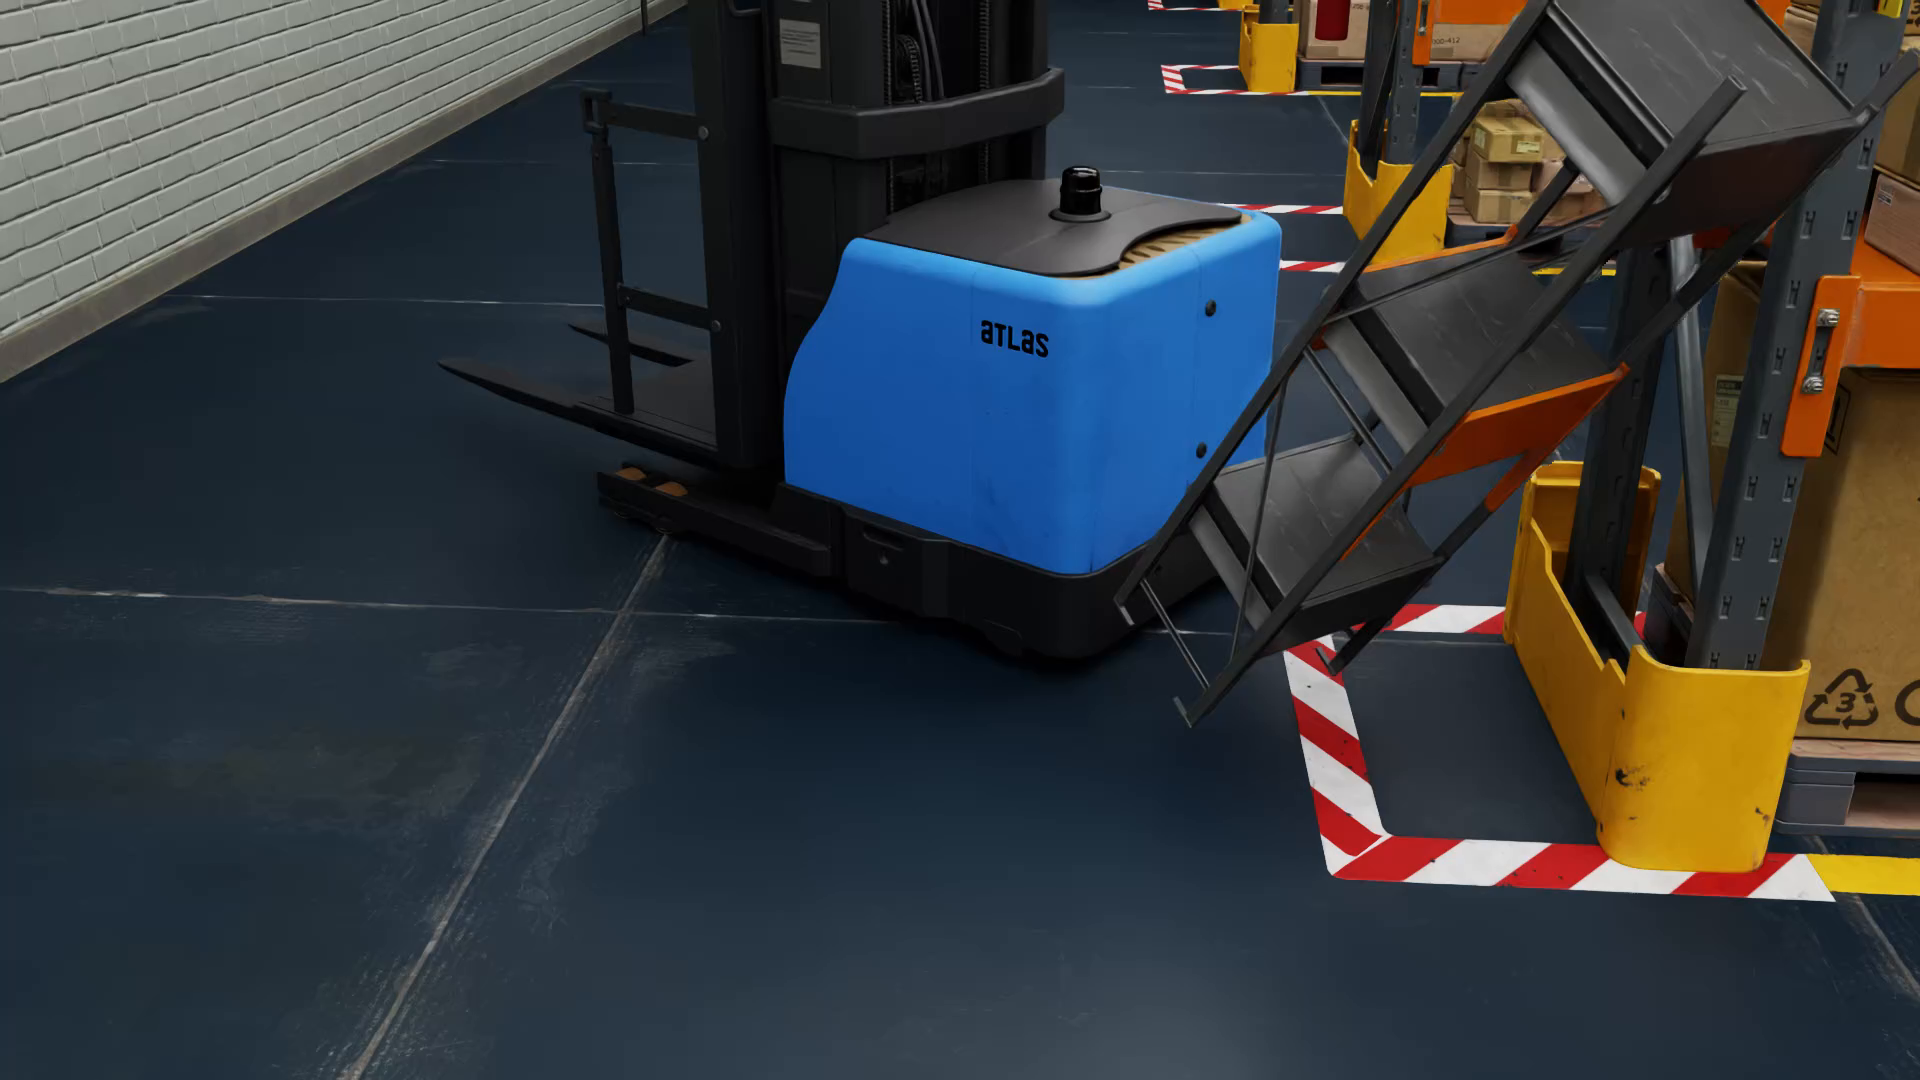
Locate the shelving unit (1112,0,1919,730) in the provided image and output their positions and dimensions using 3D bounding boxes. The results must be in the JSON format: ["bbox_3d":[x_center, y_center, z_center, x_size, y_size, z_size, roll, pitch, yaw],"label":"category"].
[{"bbox_3d":[1.005,-0.322,3.550,0.503,2.100,0.431,-15,63,-29],"label":"shelving unit"}]

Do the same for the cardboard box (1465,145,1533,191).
[{"bbox_3d":[2.663,-1.847,8.227,0.250,0.149,0.380,3,25,6],"label":"cardboard box"}]

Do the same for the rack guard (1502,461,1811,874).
[{"bbox_3d":[1.656,0.259,4.088,0.348,0.500,1.175,2,25,4],"label":"rack guard"}]

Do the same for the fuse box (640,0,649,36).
[{"bbox_3d":[-2.879,-5.462,15.073,0.414,1.711,0.539,2,25,4],"label":"fuse box"}]

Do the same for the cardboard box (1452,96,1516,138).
[{"bbox_3d":[2.708,-2.194,8.626,0.250,0.149,0.380,2,25,5],"label":"cardboard box"}]

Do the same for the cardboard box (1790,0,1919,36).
[{"bbox_3d":[2.186,-1.377,3.581,0.500,0.500,0.500,2,25,5],"label":"cardboard box"}]

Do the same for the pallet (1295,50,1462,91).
[{"bbox_3d":[3.242,-3.746,13.139,1.213,0.211,1.003,2,25,4],"label":"pallet"}]

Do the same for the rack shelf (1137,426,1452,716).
[{"bbox_3d":[0.796,0.072,4.107,0.480,0.518,0.431,-15,63,-29],"label":"rack shelf"}]

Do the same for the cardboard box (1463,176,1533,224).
[{"bbox_3d":[2.659,-1.685,8.232,0.250,0.149,0.380,2,25,5],"label":"cardboard box"}]

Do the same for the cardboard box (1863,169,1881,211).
[{"bbox_3d":[2.061,-0.887,3.890,0.250,0.149,0.380,2,25,5],"label":"cardboard box"}]

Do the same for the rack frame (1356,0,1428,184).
[{"bbox_3d":[2.161,-2.939,8.050,0.127,3.000,1.000,2,25,4],"label":"rack frame"}]

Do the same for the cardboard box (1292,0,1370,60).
[{"bbox_3d":[3.105,-4.053,13.033,0.875,0.438,0.875,1,25,2],"label":"cardboard box"}]

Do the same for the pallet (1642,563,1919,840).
[{"bbox_3d":[2.483,0.384,4.162,1.213,0.211,1.003,2,25,4],"label":"pallet"}]

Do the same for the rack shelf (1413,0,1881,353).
[{"bbox_3d":[1.207,-0.701,3.014,0.480,0.518,0.431,-15,63,-29],"label":"rack shelf"}]

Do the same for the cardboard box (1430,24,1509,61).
[{"bbox_3d":[4.018,-4.027,12.977,0.875,0.438,0.875,2,25,5],"label":"cardboard box"}]

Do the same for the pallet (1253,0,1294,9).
[{"bbox_3d":[3.686,-5.780,17.560,1.213,0.211,1.003,2,25,4],"label":"pallet"}]

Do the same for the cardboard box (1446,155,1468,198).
[{"bbox_3d":[2.702,-1.905,8.710,0.250,0.149,0.380,2,25,5],"label":"cardboard box"}]

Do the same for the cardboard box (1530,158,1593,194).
[{"bbox_3d":[2.932,-1.814,8.157,0.250,0.149,0.380,2,25,4],"label":"cardboard box"}]

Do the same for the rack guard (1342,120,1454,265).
[{"bbox_3d":[2.236,-1.801,8.567,0.348,0.500,1.175,2,25,4],"label":"rack guard"}]

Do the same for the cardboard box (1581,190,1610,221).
[{"bbox_3d":[3.174,-1.706,8.276,0.250,0.149,0.380,2,25,5],"label":"cardboard box"}]

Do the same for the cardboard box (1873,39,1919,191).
[{"bbox_3d":[2.138,-0.815,3.255,0.500,0.250,0.500,1,25,3],"label":"cardboard box"}]

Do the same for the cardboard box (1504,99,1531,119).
[{"bbox_3d":[2.954,-2.162,8.557,0.250,0.149,0.380,2,25,5],"label":"cardboard box"}]

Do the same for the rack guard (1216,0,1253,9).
[{"bbox_3d":[2.891,-5.937,17.554,0.348,0.500,1.175,2,25,4],"label":"rack guard"}]

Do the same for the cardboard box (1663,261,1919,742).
[{"bbox_3d":[2.325,-0.114,3.949,0.875,0.875,0.875,2,25,4],"label":"cardboard box"}]

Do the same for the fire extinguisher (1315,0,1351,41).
[{"bbox_3d":[1.945,-2.935,8.579,0.183,0.674,0.296,2,25,4],"label":"fire extinguisher"}]

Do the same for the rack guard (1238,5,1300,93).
[{"bbox_3d":[2.415,-3.871,13.065,0.348,0.500,1.175,2,25,4],"label":"rack guard"}]

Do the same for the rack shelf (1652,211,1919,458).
[{"bbox_3d":[3.674,-0.485,3.575,4.000,0.370,1.077,2,25,4],"label":"rack shelf"}]

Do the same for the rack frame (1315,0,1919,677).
[{"bbox_3d":[1.212,-0.378,3.667,0.015,2.100,0.400,-15,63,-29],"label":"rack frame"}]

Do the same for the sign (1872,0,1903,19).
[{"bbox_3d":[1.632,-1.074,2.864,0.005,0.325,0.100,2,25,4],"label":"sign"}]

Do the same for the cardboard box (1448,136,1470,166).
[{"bbox_3d":[2.709,-2.072,8.718,0.250,0.149,0.380,1,25,3],"label":"cardboard box"}]

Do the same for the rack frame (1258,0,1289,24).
[{"bbox_3d":[2.439,-5.006,12.540,0.127,3.000,1.000,2,25,4],"label":"rack frame"}]

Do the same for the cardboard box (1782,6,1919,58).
[{"bbox_3d":[2.184,-1.038,3.740,0.500,0.250,0.500,1,25,3],"label":"cardboard box"}]

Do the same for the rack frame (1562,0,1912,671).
[{"bbox_3d":[1.680,-0.875,3.564,0.127,3.000,1.000,2,25,4],"label":"rack frame"}]

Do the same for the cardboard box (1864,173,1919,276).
[{"bbox_3d":[2.009,-0.612,3.293,0.250,0.149,0.380,2,25,5],"label":"cardboard box"}]

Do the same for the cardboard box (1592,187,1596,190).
[{"bbox_3d":[3.183,-1.843,8.220,0.250,0.149,0.380,2,25,5],"label":"cardboard box"}]

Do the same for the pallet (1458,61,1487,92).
[{"bbox_3d":[4.455,-3.706,13.051,1.213,0.211,1.003,2,25,4],"label":"pallet"}]

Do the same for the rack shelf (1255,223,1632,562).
[{"bbox_3d":[1.001,-0.315,3.561,0.480,0.518,0.431,-15,63,-29],"label":"rack shelf"}]

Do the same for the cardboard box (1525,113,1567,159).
[{"bbox_3d":[2.941,-1.988,8.179,0.250,0.149,0.380,2,25,5],"label":"cardboard box"}]

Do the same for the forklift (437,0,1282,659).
[{"bbox_3d":[-0.545,-1.501,5.005,3.031,2.935,1.130,19,31,35],"label":"forklift"}]

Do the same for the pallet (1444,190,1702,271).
[{"bbox_3d":[3.044,-1.630,8.539,1.213,0.211,1.003,2,25,4],"label":"pallet"}]

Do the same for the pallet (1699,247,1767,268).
[{"bbox_3d":[4.257,-1.589,8.452,1.213,0.211,1.003,2,25,4],"label":"pallet"}]

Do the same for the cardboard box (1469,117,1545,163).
[{"bbox_3d":[2.657,-1.947,8.089,0.250,0.149,0.380,1,25,2],"label":"cardboard box"}]

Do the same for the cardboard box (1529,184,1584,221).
[{"bbox_3d":[2.926,-1.711,8.288,0.250,0.149,0.380,2,25,4],"label":"cardboard box"}]

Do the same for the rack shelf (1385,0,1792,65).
[{"bbox_3d":[4.155,-2.549,8.061,4.000,0.370,1.077,2,25,4],"label":"rack shelf"}]

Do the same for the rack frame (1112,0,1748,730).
[{"bbox_3d":[0.799,-0.266,3.432,0.015,2.100,0.400,-15,63,-29],"label":"rack frame"}]
